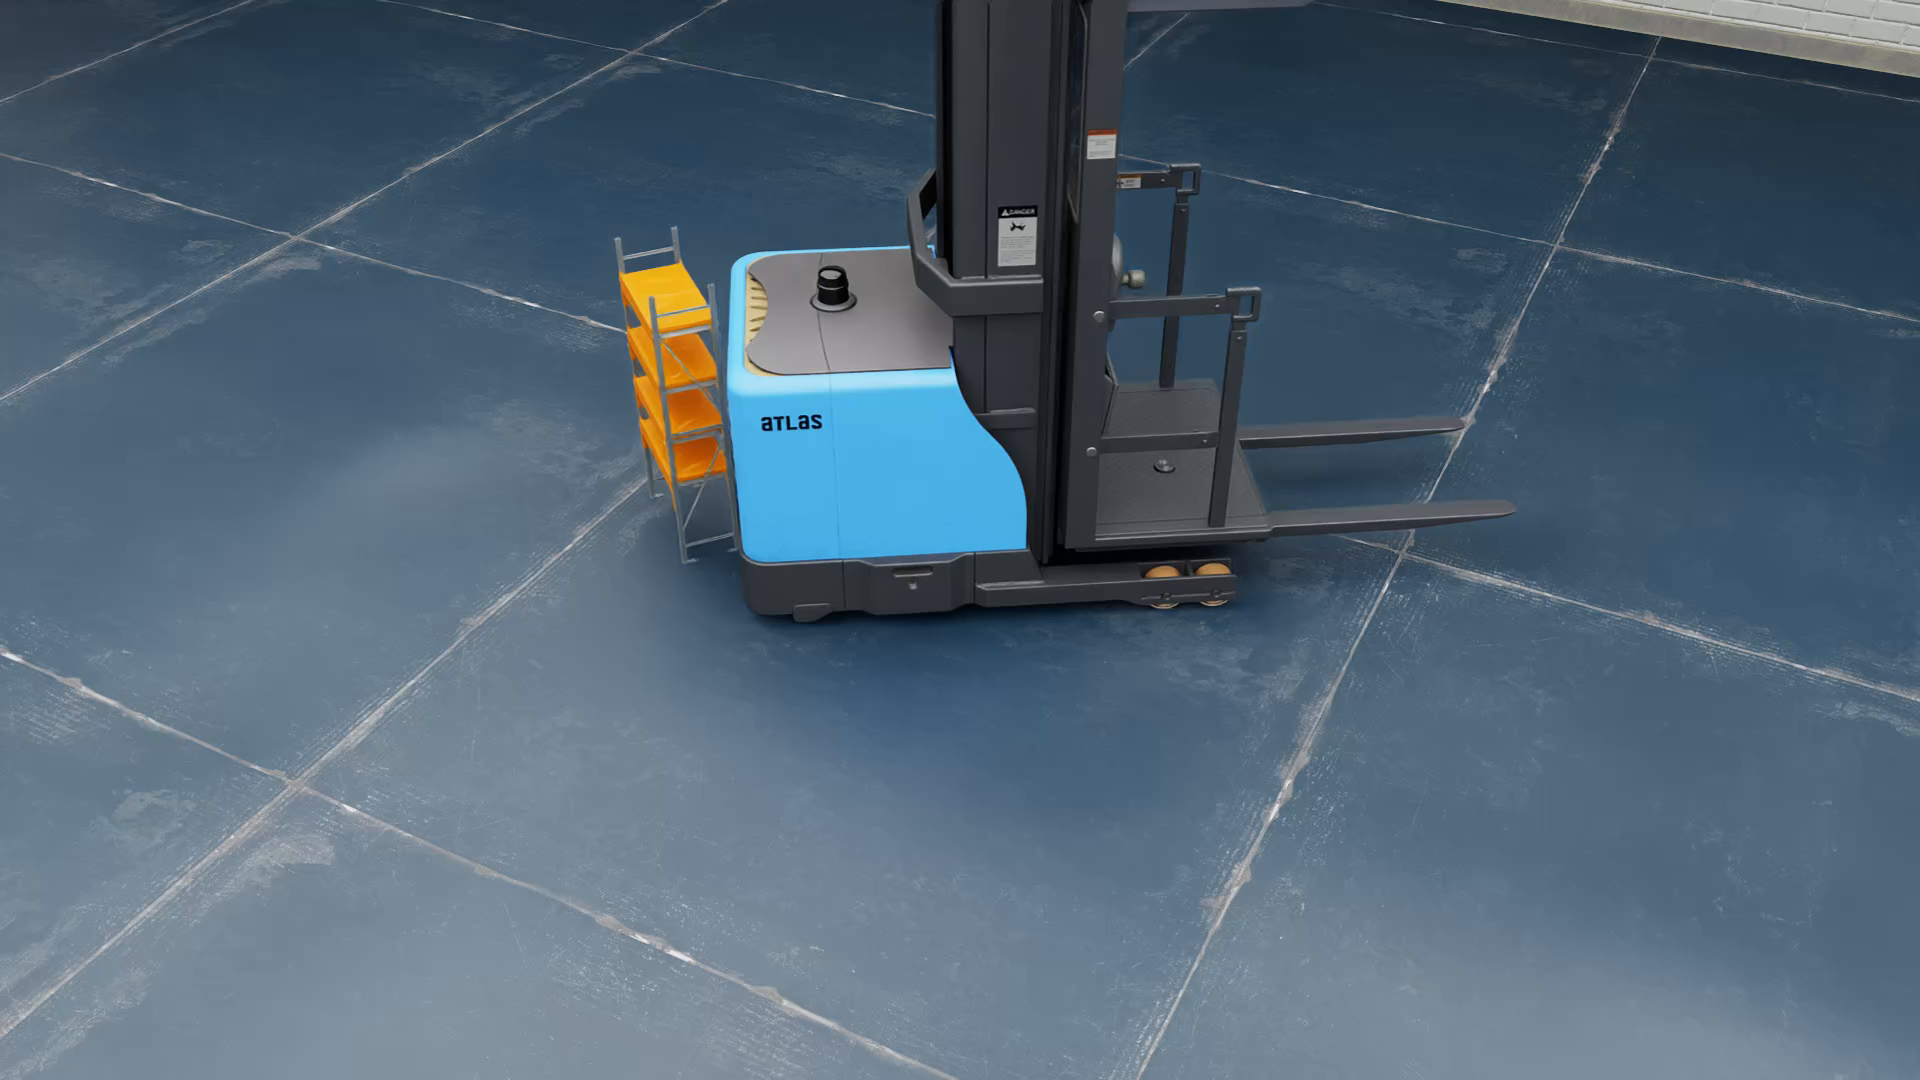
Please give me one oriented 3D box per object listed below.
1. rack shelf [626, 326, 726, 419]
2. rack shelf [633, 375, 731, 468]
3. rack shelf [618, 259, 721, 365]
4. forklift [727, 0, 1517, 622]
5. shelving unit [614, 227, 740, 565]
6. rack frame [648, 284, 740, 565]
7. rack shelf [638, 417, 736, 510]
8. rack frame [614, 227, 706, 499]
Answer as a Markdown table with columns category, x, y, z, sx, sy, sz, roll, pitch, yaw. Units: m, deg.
| category | x | y | z | sx | sy | sz | roll | pitch | yaw |
| --- | --- | --- | --- | --- | --- | --- | --- | --- | --- |
| rack shelf | -1.092 | -0.672 | 6.385 | 0.258 | 0.148 | 0.480 | -15 | 40 | -18 |
| rack shelf | -1.092 | -0.494 | 6.520 | 0.258 | 0.148 | 0.480 | -15 | 40 | -18 |
| rack shelf | -1.092 | -0.861 | 6.242 | 0.258 | 0.148 | 0.480 | -15 | 40 | -18 |
| forklift | 0.650 | -1.219 | 5.932 | 3.031 | 2.935 | 1.130 | -3 | 37 | -4 |
| shelving unit | -1.092 | -0.548 | 6.479 | 0.258 | 1.200 | 0.503 | -15 | 40 | -18 |
| rack frame | -0.995 | -0.412 | 6.301 | 0.240 | 1.200 | 0.015 | -15 | 40 | -18 |
| rack shelf | -1.092 | -0.336 | 6.640 | 0.258 | 0.148 | 0.480 | -15 | 40 | -18 |
| rack frame | -1.189 | -0.683 | 6.658 | 0.240 | 1.200 | 0.015 | -15 | 40 | -18 |
